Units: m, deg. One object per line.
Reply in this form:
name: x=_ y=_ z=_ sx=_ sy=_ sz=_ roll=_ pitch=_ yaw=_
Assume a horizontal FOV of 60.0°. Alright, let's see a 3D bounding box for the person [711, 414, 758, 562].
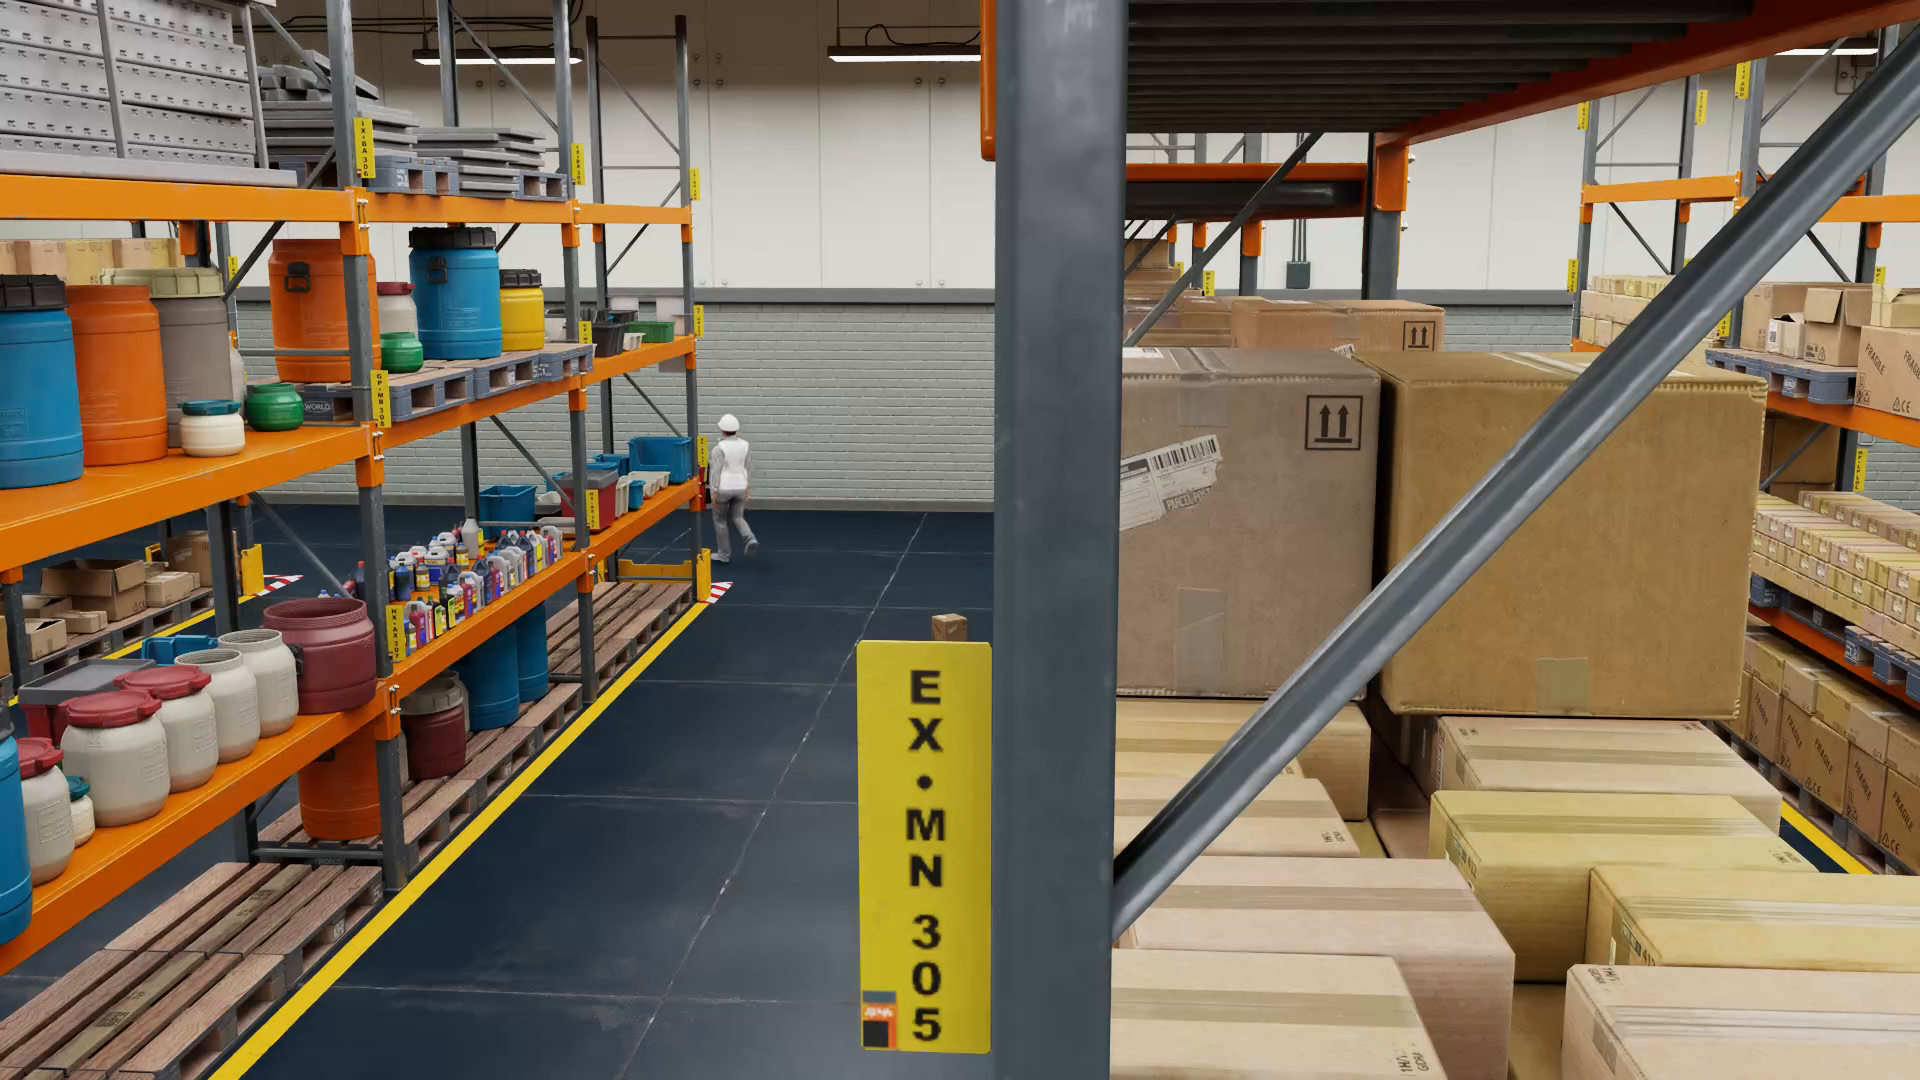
person: x=-2.671 y=-0.598 z=19.462 sx=0.542 sy=1.756 sz=0.696 roll=-9 pitch=14 yaw=-39
